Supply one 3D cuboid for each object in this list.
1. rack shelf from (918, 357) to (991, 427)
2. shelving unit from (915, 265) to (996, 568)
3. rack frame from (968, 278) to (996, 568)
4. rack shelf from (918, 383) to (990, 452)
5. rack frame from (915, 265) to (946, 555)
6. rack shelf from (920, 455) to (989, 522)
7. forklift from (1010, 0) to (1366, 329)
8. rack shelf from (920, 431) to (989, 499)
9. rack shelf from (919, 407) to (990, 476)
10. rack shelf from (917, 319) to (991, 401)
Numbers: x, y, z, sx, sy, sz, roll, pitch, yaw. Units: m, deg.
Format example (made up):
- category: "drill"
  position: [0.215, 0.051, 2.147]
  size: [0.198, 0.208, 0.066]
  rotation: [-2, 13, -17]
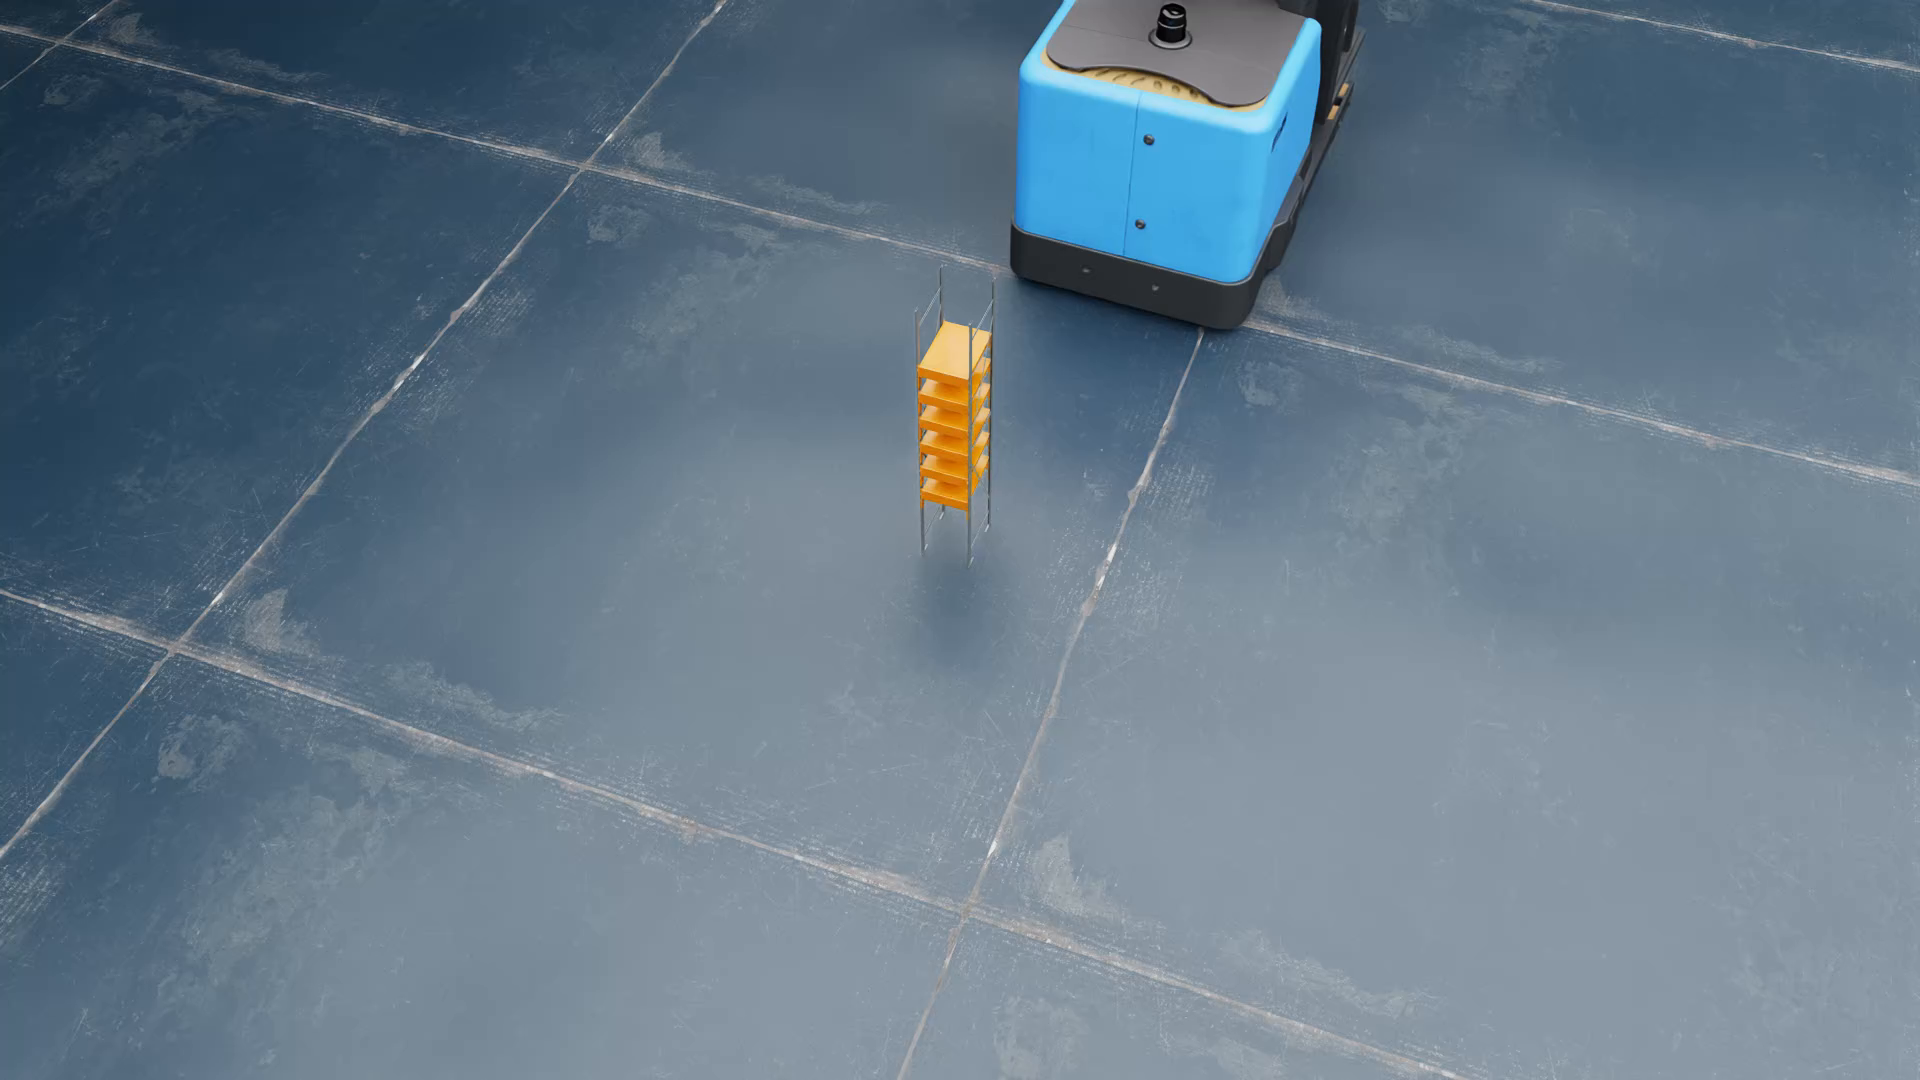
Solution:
- category: "rack shelf"
  position: [-0.014, -0.525, 5.652]
  size: [0.180, 0.103, 0.258]
  rotation: [16, 51, 13]
- category: "shelving unit"
  position: [-0.014, -0.397, 5.800]
  size: [0.189, 1.200, 0.258]
  rotation: [16, 51, 13]
- category: "rack frame"
  position: [0.072, -0.373, 5.779]
  size: [0.006, 1.200, 0.240]
  rotation: [16, 51, 13]
- category: "rack shelf"
  position: [-0.014, -0.446, 5.743]
  size: [0.180, 0.103, 0.258]
  rotation: [16, 51, 13]
- category: "rack frame"
  position: [-0.099, -0.421, 5.821]
  size: [0.006, 1.200, 0.240]
  rotation: [16, 51, 13]
- category: "rack shelf"
  position: [-0.014, -0.210, 6.015]
  size: [0.180, 0.103, 0.258]
  rotation: [16, 51, 13]
- category: "forklift"
  position: [1.244, -2.972, 6.886]
  size: [1.130, 2.935, 3.031]
  rotation: [17, 51, 14]
- category: "rack shelf"
  position: [-0.014, -0.289, 5.924]
  size: [0.180, 0.103, 0.258]
  rotation: [16, 51, 13]
- category: "rack shelf"
  position: [-0.014, -0.368, 5.833]
  size: [0.180, 0.103, 0.258]
  rotation: [16, 51, 13]
- category: "rack shelf"
  position: [-0.014, -0.603, 5.561]
  size: [0.180, 0.103, 0.258]
  rotation: [16, 51, 13]
